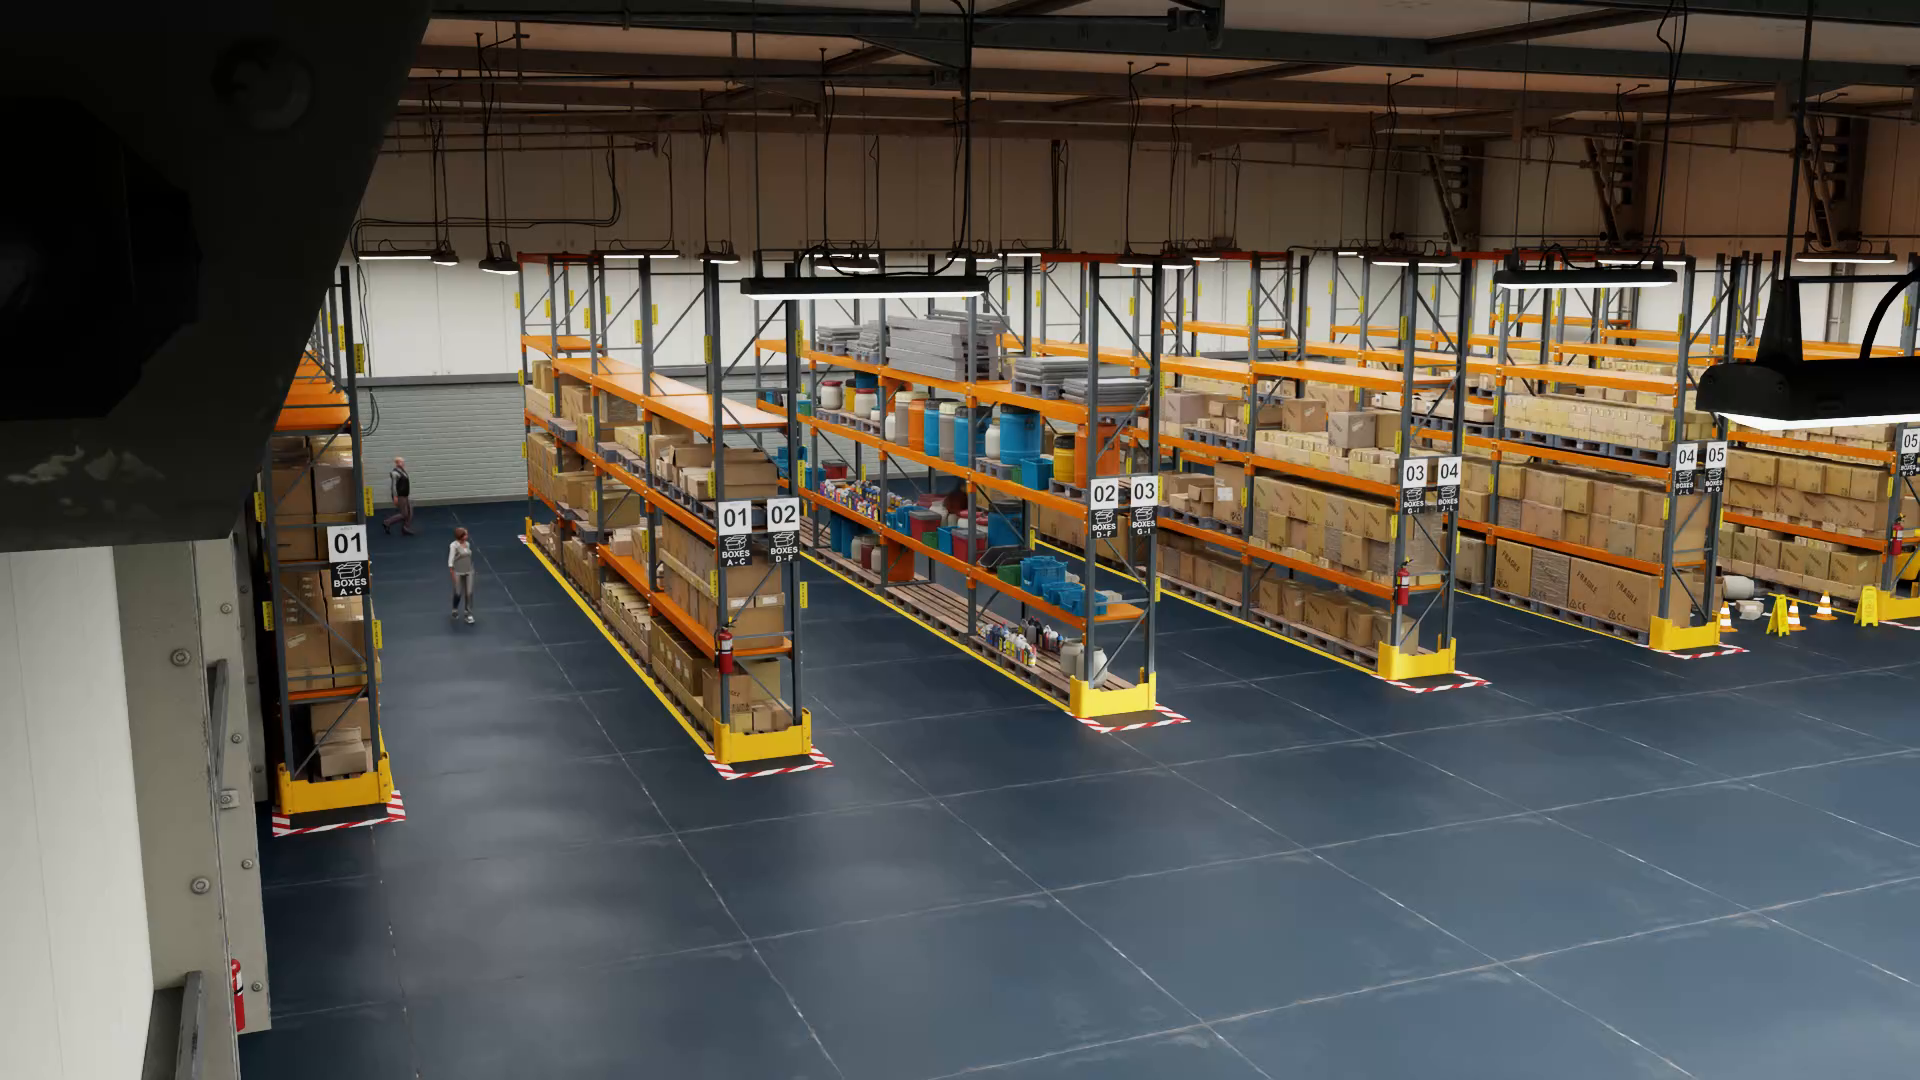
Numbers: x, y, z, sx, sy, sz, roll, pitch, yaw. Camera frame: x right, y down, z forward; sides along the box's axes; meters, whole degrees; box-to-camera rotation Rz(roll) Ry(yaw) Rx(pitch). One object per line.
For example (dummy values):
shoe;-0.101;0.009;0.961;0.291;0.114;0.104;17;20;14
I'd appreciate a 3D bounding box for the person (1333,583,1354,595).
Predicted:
person;6.885;0.134;29.617;0.587;1.848;0.568;1;10;4

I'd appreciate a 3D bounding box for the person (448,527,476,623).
person;-8.232;0.565;27.472;0.449;1.594;0.479;-6;12;-28

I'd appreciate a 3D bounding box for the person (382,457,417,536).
person;-11.949;-0.925;35.352;0.676;1.698;0.570;-2;10;-8
